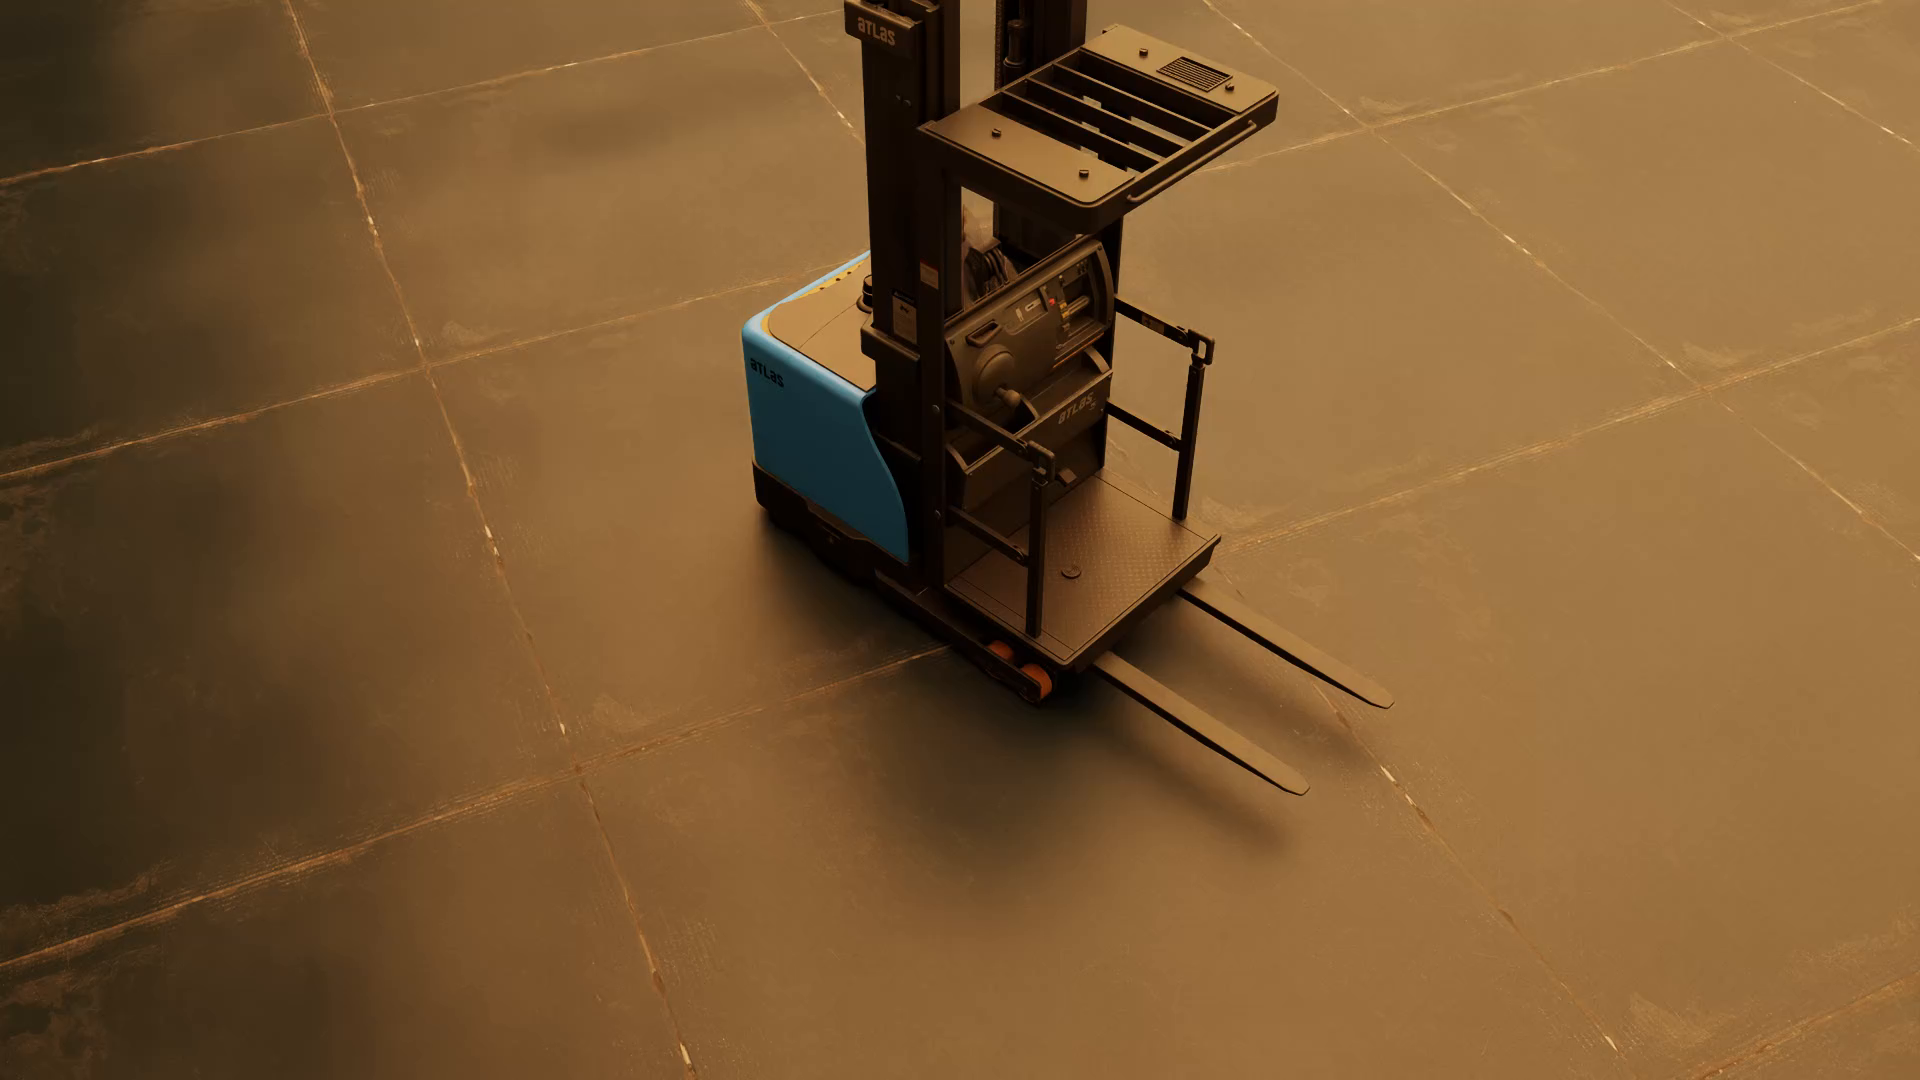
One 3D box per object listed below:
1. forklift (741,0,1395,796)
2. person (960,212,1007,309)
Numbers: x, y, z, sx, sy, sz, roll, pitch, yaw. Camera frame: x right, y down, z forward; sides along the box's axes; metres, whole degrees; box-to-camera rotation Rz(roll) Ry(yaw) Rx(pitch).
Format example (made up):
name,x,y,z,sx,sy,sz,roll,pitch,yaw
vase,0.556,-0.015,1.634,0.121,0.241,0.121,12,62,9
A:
name,x,y,z,sx,sy,sz,roll,pitch,yaw
forklift,0.445,-0.788,6.525,3.031,2.935,1.130,32,52,30
person,-0.011,-0.737,7.175,0.549,1.649,0.370,-19,46,-20
